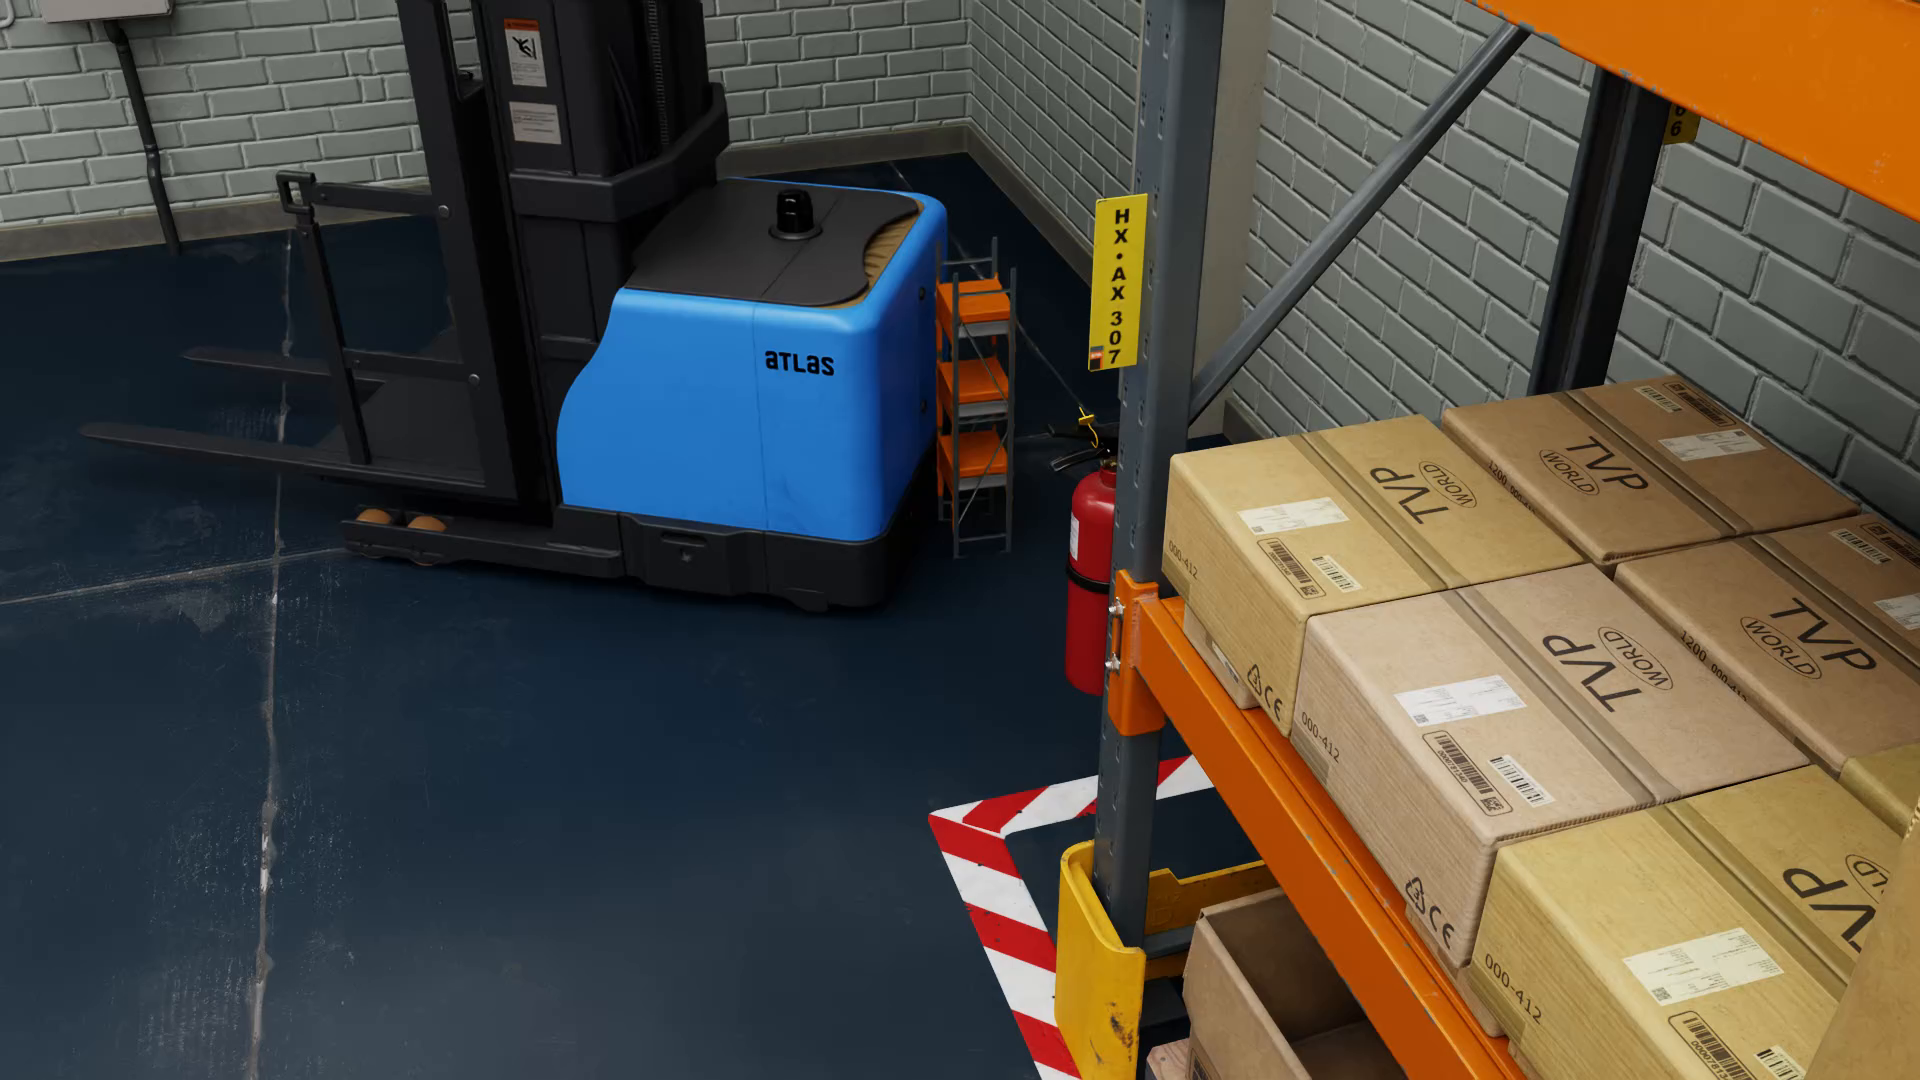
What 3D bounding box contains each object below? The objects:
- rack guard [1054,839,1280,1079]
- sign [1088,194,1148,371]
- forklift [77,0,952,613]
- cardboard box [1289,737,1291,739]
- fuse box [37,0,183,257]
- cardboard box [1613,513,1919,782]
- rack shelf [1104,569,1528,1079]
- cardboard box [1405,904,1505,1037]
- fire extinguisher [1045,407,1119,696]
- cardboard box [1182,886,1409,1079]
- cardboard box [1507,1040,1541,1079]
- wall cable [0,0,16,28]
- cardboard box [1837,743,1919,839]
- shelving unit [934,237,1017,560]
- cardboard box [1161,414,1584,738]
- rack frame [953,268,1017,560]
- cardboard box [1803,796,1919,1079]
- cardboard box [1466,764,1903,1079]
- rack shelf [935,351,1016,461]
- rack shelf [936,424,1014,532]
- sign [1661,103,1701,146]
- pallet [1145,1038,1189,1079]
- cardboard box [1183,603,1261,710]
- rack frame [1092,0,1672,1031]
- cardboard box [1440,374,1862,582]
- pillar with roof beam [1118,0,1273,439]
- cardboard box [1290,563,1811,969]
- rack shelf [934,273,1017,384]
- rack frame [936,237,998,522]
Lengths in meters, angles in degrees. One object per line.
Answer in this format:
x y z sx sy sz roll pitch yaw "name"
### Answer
0.819 0.904 3.929 1.175 0.500 0.348 -10 35 -15 "rack guard"
0.279 -0.449 2.923 0.100 0.325 0.005 -10 35 -15 "sign"
-1.601 -1.409 5.224 3.031 2.935 1.130 7 34 11 "forklift"
0.757 0.270 2.848 0.380 0.149 0.250 -9 35 -14 "cardboard box"
-3.627 -2.038 7.282 0.539 1.711 0.414 -10 35 -15 "fuse box"
1.345 0.227 2.551 0.500 0.250 0.500 -10 35 -15 "cardboard box"
1.406 1.171 1.909 1.077 0.370 4.000 -10 35 -15 "rack shelf"
0.889 0.546 2.431 0.380 0.149 0.250 -9 34 -13 "cardboard box"
0.311 0.009 3.423 0.296 0.674 0.183 -10 35 -15 "fire extinguisher"
0.892 1.024 3.362 0.797 0.503 0.637 -11 35 -17 "cardboard box"
0.975 0.684 2.222 0.380 0.149 0.250 -9 35 -14 "cardboard box"
-4.325 -2.967 6.598 0.588 1.984 0.122 -10 35 -15 "wall cable"
1.492 0.488 2.157 0.500 0.250 0.500 -9 34 -13 "cardboard box"
0.049 -0.451 5.481 0.215 1.050 0.252 -7 34 -11 "shelving unit"
0.678 0.043 2.830 0.500 0.250 0.500 -10 35 -14 "cardboard box"
0.076 -0.386 5.381 0.200 1.050 0.008 -7 34 -11 "rack frame"
1.136 0.518 1.432 0.500 0.500 0.500 -9 35 -14 "cardboard box"
0.990 0.573 2.028 0.500 0.250 0.500 -11 35 -16 "cardboard box"
0.049 -0.442 5.486 0.215 0.259 0.240 -7 34 -11 "rack shelf"
0.049 -0.210 5.640 0.215 0.259 0.240 -7 34 -11 "rack shelf"
1.331 -0.877 3.019 0.100 0.325 0.005 -10 35 -15 "sign"
1.063 1.443 3.375 1.003 0.211 1.213 -10 35 -15 "pallet"
0.635 0.145 3.038 0.380 0.149 0.250 -10 35 -15 "cardboard box"
0.796 -0.179 3.300 1.000 3.000 0.127 -10 35 -15 "rack frame"
1.189 -0.044 2.961 0.500 0.250 0.500 -9 35 -13 "cardboard box"
-3.268 -3.525 2.922 9.100 9.000 0.400 -10 35 -15 "pillar with roof beam"
0.832 0.308 2.430 0.500 0.250 0.500 -10 35 -14 "cardboard box"
0.049 -0.679 5.330 0.215 0.259 0.240 -7 34 -11 "rack shelf"
0.022 -0.517 5.580 0.200 1.050 0.008 -7 34 -11 "rack frame"
